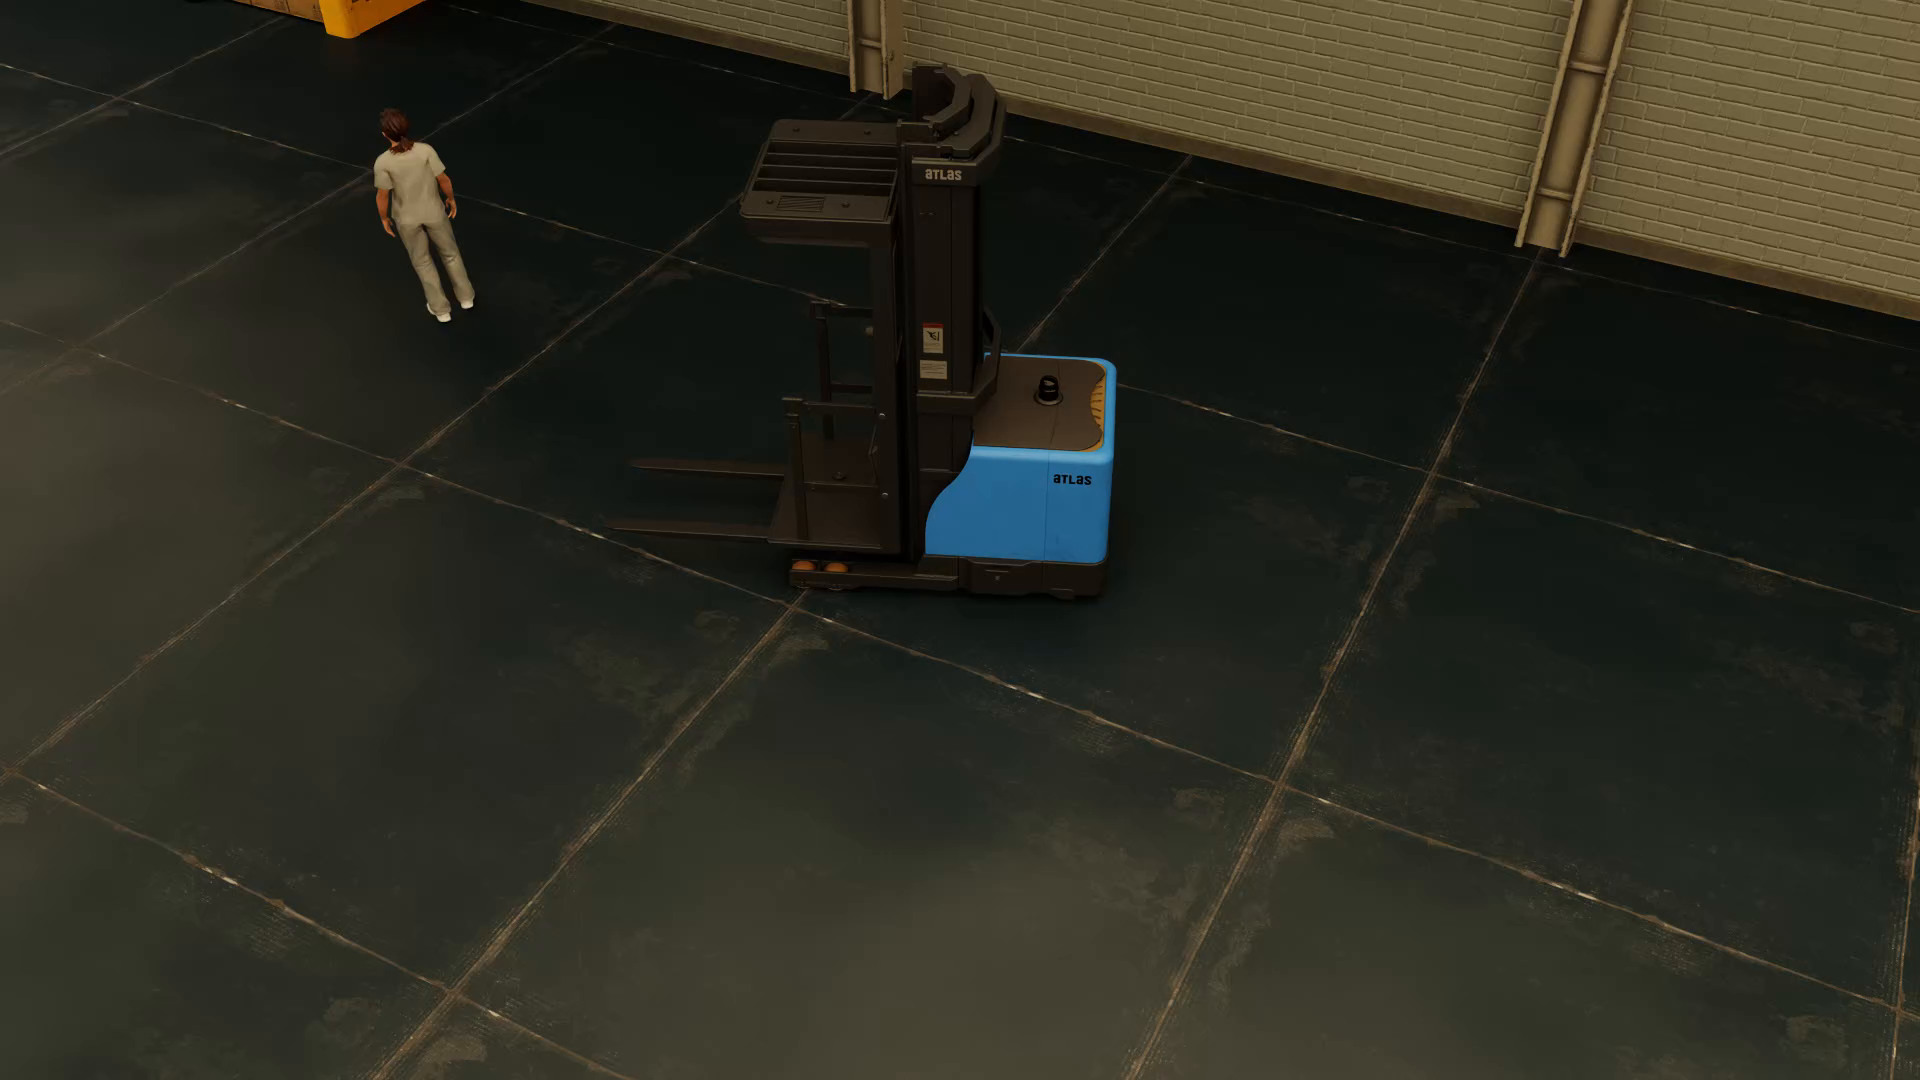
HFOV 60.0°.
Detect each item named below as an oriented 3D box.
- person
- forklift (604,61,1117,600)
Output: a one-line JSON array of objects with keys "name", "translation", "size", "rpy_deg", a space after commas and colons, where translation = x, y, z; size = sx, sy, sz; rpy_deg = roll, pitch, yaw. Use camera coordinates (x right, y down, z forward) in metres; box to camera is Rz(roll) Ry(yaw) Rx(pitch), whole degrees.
[{"name": "person", "translation": [-3.799, -2.211, 11.766], "size": [0.550, 1.426, 0.548], "rpy_deg": [-17, 43, -19]}, {"name": "forklift", "translation": [-0.606, -1.157, 9.360], "size": [3.031, 2.935, 1.130], "rpy_deg": [3, 40, 4]}]
